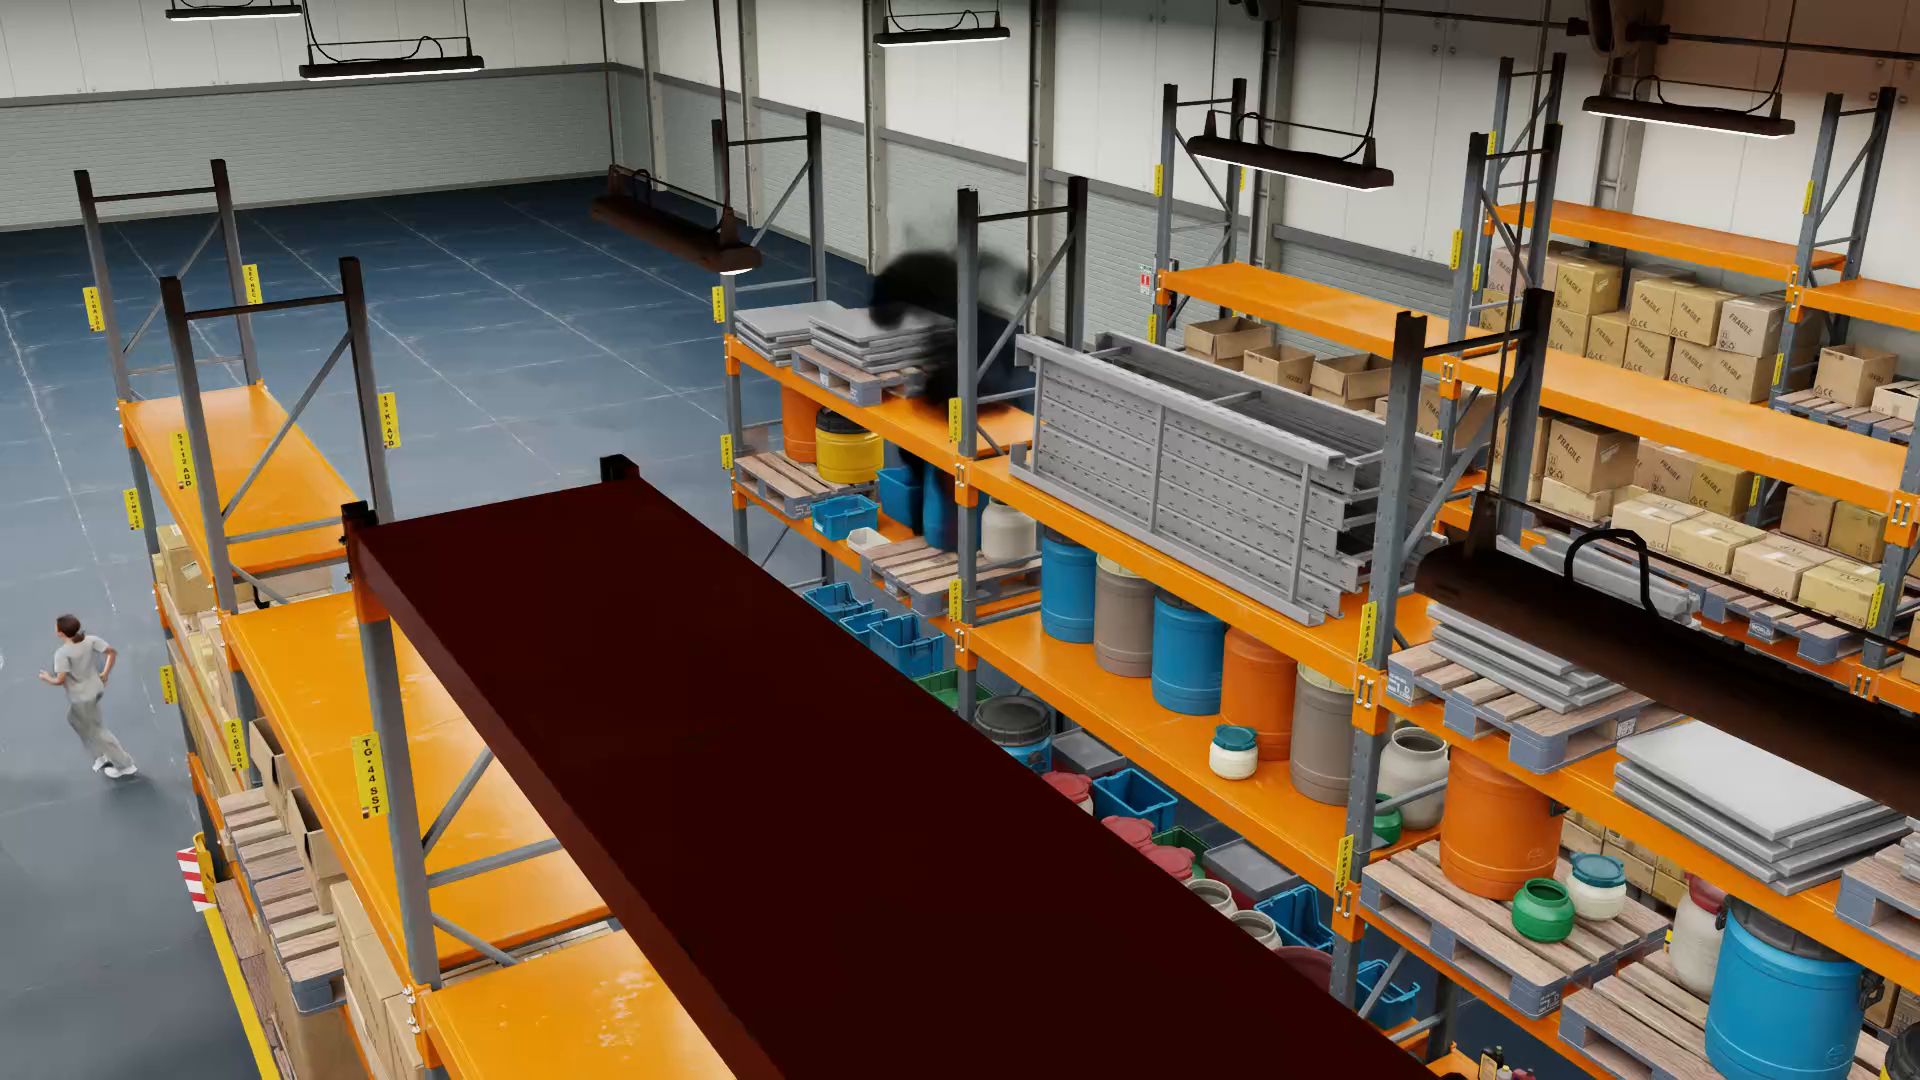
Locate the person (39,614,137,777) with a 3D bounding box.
[{"bbox_3d":[-8.140,1.478,15.479,0.726,1.698,0.561,2,22,6],"label":"person"}]
